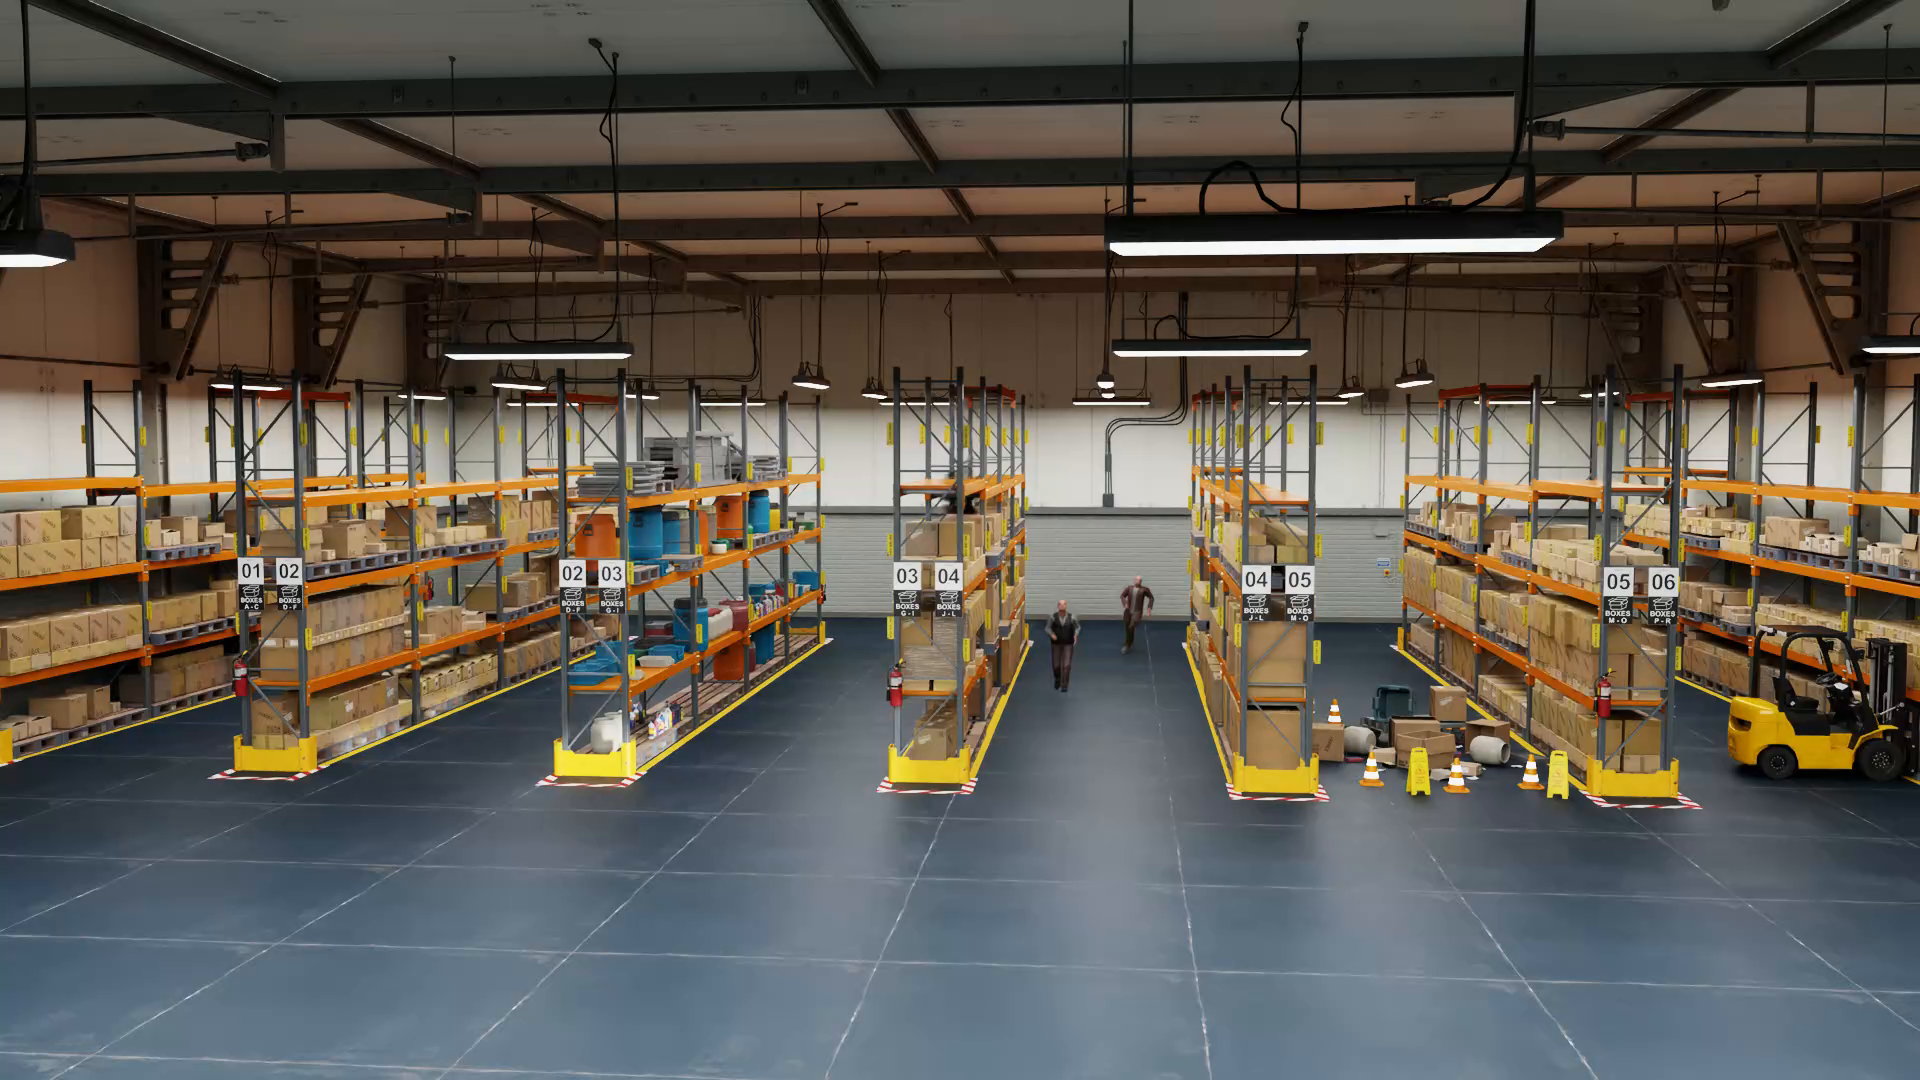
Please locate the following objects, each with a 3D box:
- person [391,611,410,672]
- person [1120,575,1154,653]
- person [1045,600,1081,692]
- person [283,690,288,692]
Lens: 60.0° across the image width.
[{"bbox_3d":[-11.491,2.036,34.166,0.605,1.740,0.783,0,4,5],"label":"person"},{"bbox_3d":[4.058,1.700,38.634,0.761,1.761,0.981,2,4,27],"label":"person"},{"bbox_3d":[1.914,1.958,30.841,0.676,1.696,0.656,0,4,3],"label":"person"},{"bbox_3d":[-11.591,2.374,29.194,0.627,1.713,0.861,0,4,5],"label":"person"}]
